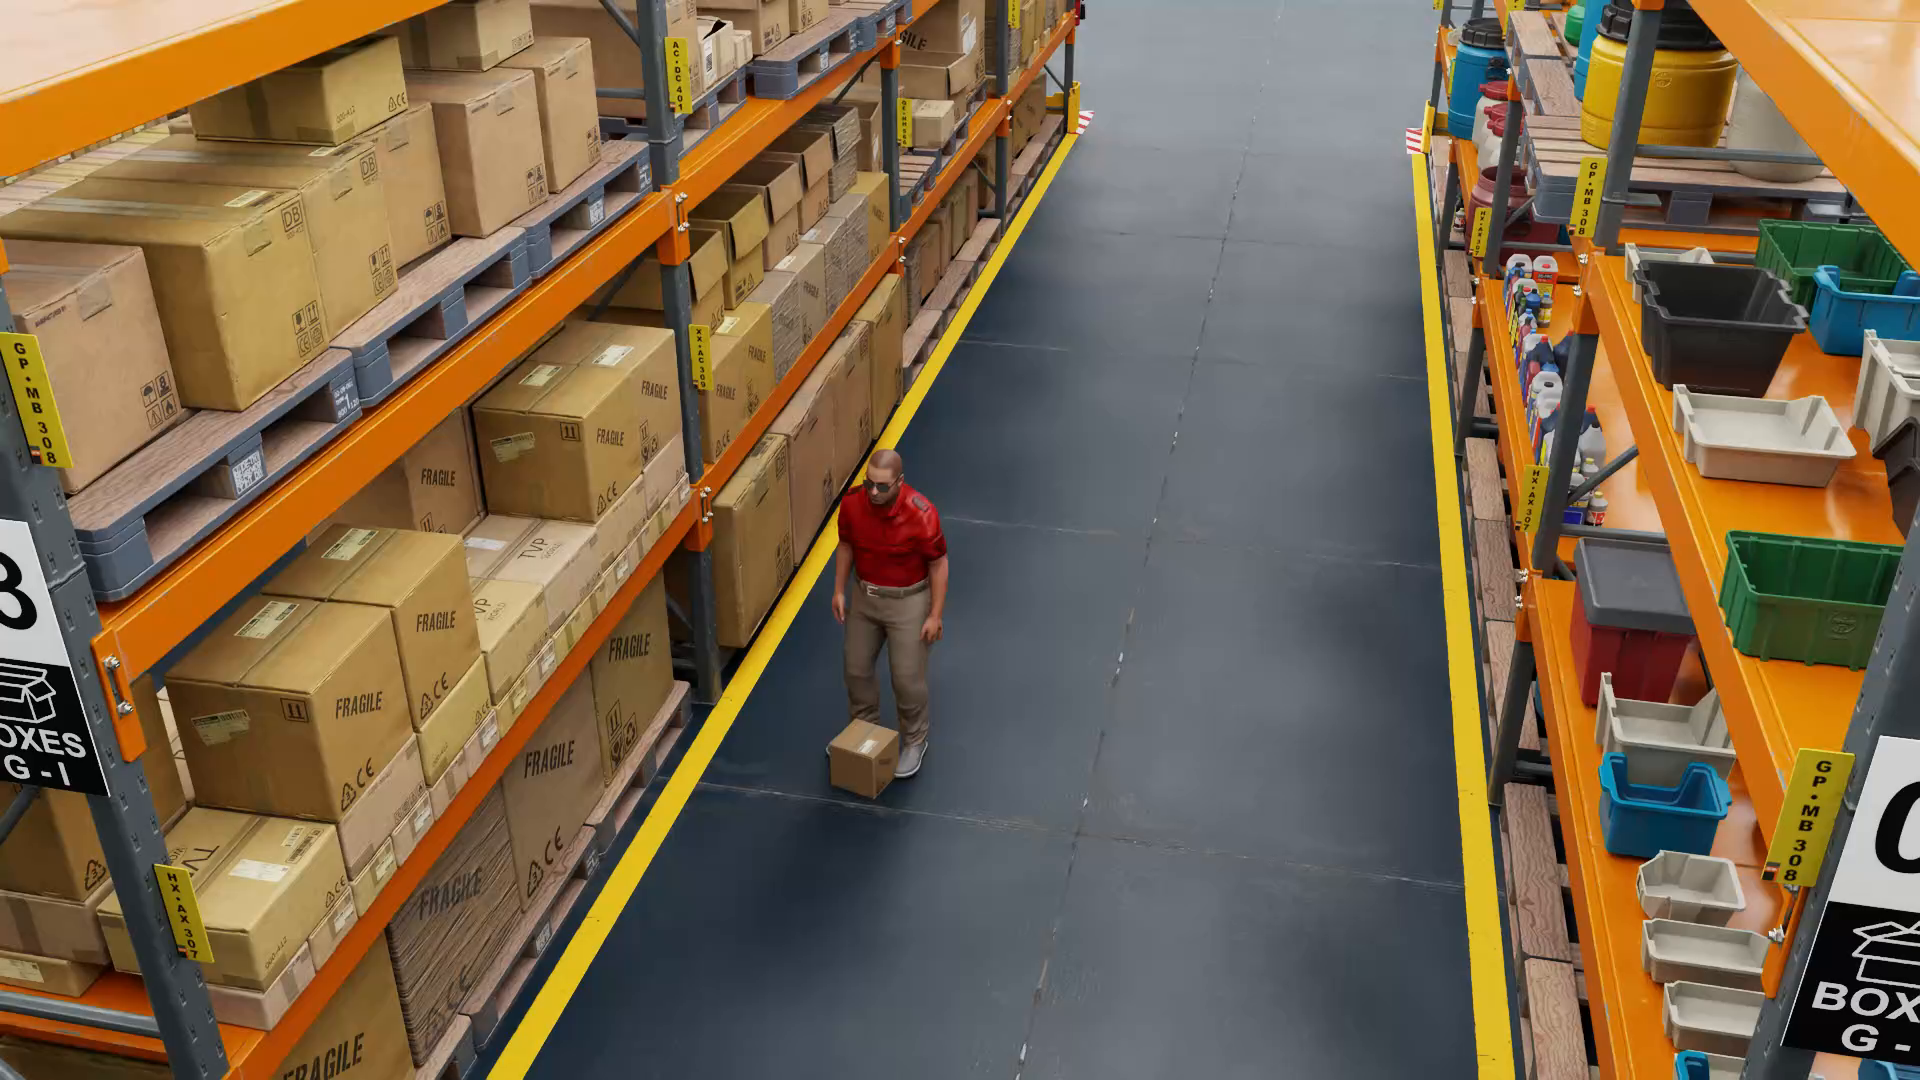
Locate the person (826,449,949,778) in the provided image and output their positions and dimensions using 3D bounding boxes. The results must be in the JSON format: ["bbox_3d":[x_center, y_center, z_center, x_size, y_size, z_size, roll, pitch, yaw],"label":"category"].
[{"bbox_3d":[-0.353,0.322,8.046,0.601,1.726,0.399,12,31,21],"label":"person"}]
